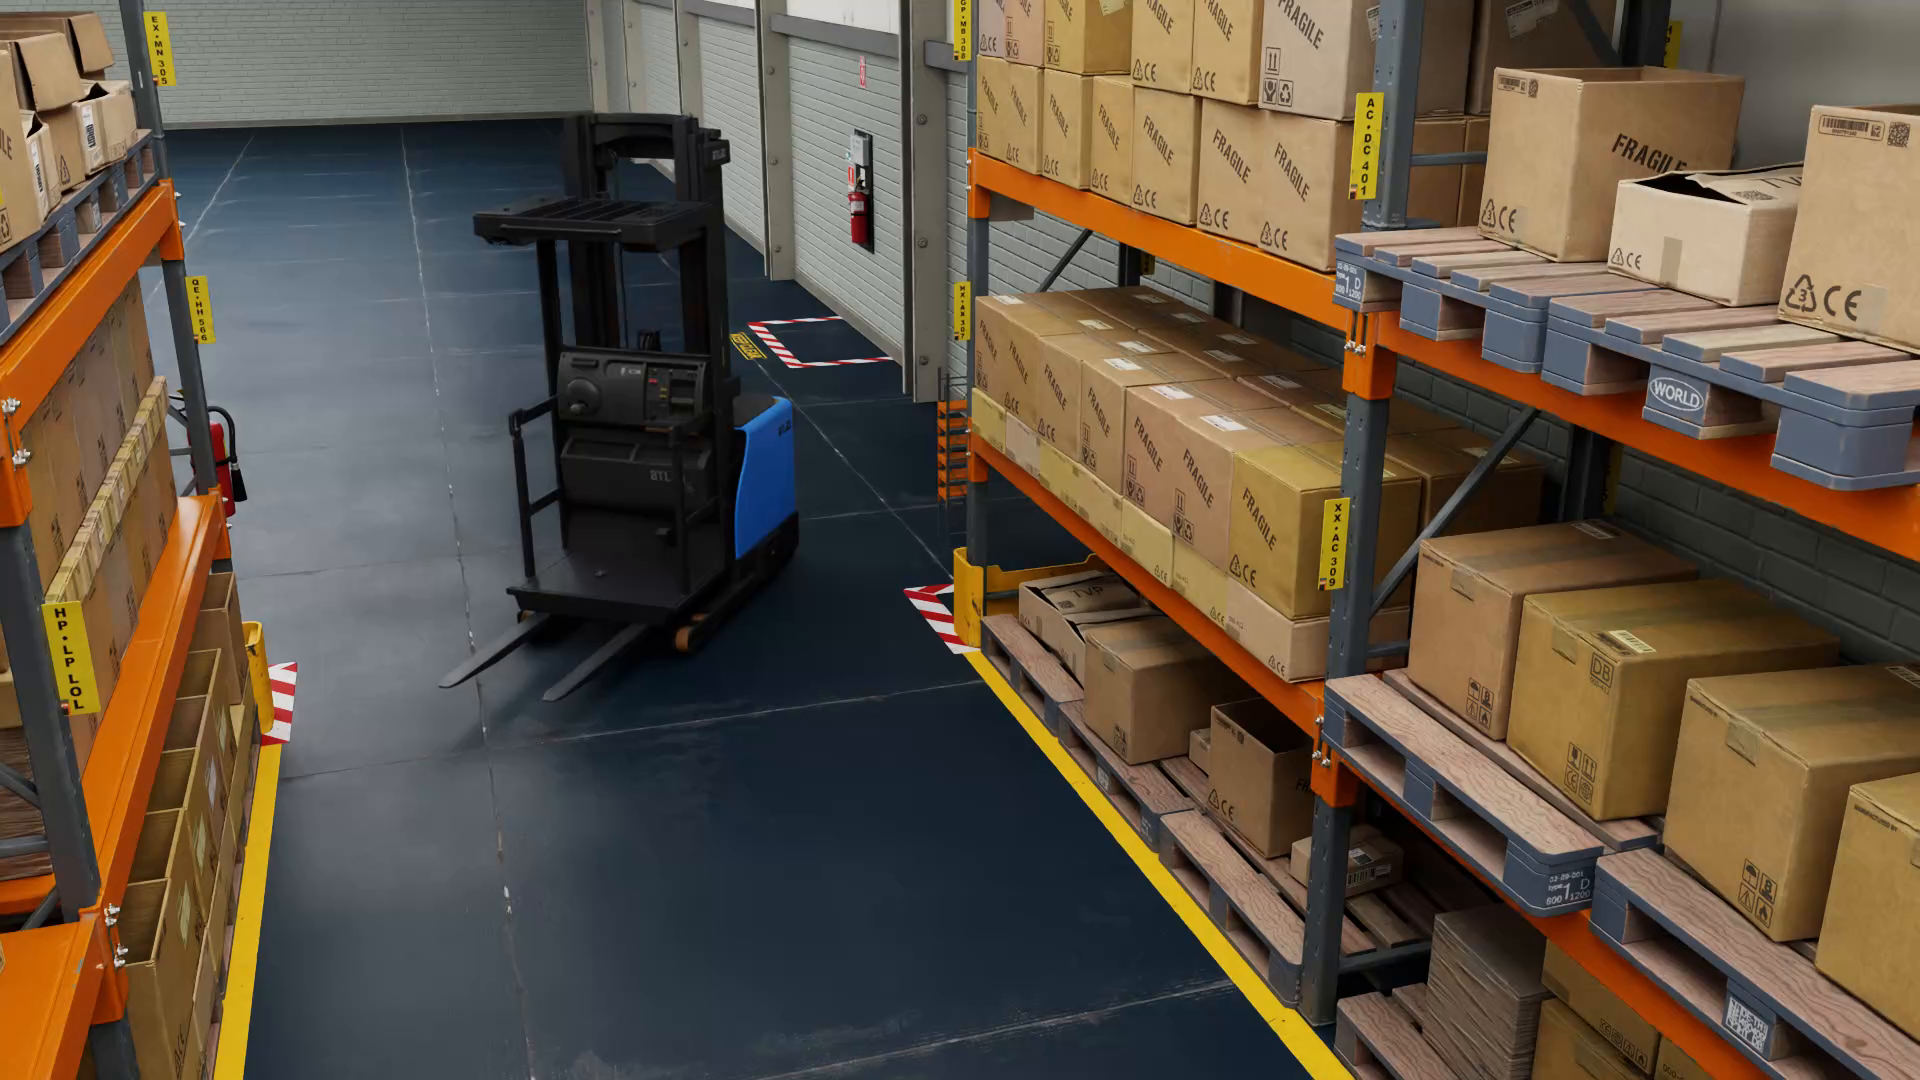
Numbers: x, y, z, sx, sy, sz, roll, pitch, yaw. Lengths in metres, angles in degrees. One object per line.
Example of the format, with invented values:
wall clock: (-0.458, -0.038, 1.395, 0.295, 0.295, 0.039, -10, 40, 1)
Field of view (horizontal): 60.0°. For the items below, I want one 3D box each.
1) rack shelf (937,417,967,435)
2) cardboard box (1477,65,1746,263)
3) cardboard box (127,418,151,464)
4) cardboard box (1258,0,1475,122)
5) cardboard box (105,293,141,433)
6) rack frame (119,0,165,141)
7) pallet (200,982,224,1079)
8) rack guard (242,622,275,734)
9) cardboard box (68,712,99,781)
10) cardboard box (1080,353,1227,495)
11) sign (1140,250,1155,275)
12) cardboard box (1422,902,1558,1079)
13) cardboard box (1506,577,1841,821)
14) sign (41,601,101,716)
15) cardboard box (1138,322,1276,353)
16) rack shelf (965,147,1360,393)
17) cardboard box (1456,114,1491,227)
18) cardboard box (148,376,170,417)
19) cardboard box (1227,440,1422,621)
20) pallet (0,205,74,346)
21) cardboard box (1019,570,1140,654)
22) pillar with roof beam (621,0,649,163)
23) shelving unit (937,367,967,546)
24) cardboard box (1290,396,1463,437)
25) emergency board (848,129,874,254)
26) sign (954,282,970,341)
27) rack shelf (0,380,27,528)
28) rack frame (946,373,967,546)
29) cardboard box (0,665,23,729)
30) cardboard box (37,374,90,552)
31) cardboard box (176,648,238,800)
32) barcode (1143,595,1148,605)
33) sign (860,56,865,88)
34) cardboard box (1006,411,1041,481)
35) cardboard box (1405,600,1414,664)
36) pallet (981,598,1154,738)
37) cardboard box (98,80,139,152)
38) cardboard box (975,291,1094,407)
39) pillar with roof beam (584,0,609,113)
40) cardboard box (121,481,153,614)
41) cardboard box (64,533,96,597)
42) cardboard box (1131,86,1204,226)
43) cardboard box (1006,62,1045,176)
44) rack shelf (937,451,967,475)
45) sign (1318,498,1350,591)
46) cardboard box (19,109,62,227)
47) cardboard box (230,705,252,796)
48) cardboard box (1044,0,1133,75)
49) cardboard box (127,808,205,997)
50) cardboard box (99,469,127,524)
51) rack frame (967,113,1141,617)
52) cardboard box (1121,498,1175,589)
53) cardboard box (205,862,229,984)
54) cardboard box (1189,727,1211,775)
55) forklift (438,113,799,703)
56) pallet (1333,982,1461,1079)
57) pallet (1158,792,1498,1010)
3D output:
rack shelf: (-0.005, -0.753, 11.160, 0.258, 0.103, 0.180, -6, 21, -17)
cardboard box: (1.884, -1.110, 4.863, 0.500, 0.500, 0.500, -3, 20, -9)
cardboard box: (-3.629, -0.397, 6.976, 0.380, 0.149, 0.250, -6, 21, -16)
cardboard box: (1.373, -1.708, 5.641, 0.500, 0.500, 0.500, -8, 21, -22)
cardboard box: (-3.849, -0.715, 6.902, 0.700, 0.500, 0.500, -7, 21, -19)
rack frame: (-4.171, -3.217, 7.061, 1.000, 3.000, 0.127, -6, 21, -17)
pallet: (-3.124, 1.943, 5.696, 1.003, 0.211, 1.213, -6, 21, -17)
rack guard: (-4.178, 0.775, 8.519, 1.175, 0.500, 0.348, -6, 21, -17)
cardboard box: (-3.231, 0.533, 5.348, 0.700, 0.500, 0.500, -7, 21, -18)
cardboard box: (0.871, -0.537, 7.558, 0.500, 0.500, 0.500, -6, 21, -16)
sign: (1.064, -1.667, 9.441, 0.100, 0.325, 0.005, -6, 21, -17)
cardboard box: (2.035, 1.566, 5.665, 0.700, 0.500, 0.500, -6, 21, -15)
cardboard box: (2.085, 0.455, 4.912, 0.700, 0.500, 0.500, -4, 20, -12)
sign: (-2.401, 0.322, 4.488, 0.100, 0.325, 0.005, -6, 21, -17)
cardboard box: (1.196, -0.756, 8.167, 0.500, 0.500, 0.500, -7, 21, -19)
rack shelf: (1.160, -1.352, 7.371, 1.077, 0.370, 4.000, -6, 21, -17)
cardboard box: (1.873, -1.290, 5.955, 0.500, 0.500, 0.500, -6, 21, -15)
cardboard box: (-3.870, -0.644, 7.663, 0.380, 0.149, 0.250, -7, 21, -18)
cardboard box: (1.346, -0.048, 6.196, 0.500, 0.500, 0.500, -6, 21, -17)
pallet: (-3.206, -0.751, 4.764, 1.003, 0.211, 1.213, -6, 21, -17)
cardboard box: (0.663, 0.369, 9.279, 0.500, 0.311, 0.500, -9, 22, -23)
pillar with roof beam: (-10.058, -10.856, 28.329, 9.100, 9.000, 0.400, -6, 21, -17)
shelving unit: (-0.005, -0.569, 11.227, 0.258, 1.200, 0.189, -6, 21, -17)
cardboard box: (1.680, -0.269, 6.810, 0.500, 0.500, 0.500, -7, 21, -18)
emergency board: (-1.054, -3.511, 16.754, 0.194, 1.169, 0.643, -6, 21, -17)
sign: (0.016, -1.271, 9.237, 0.100, 0.325, 0.005, -6, 21, -17)
rack shelf: (-2.285, 0.459, 2.329, 1.077, 0.370, 4.000, -6, 21, -17)
rack frame: (0.024, -0.540, 11.145, 0.240, 1.200, 0.006, -6, 21, -17)
cardboard box: (-2.814, 0.431, 4.672, 0.380, 0.149, 0.250, -6, 21, -17)
cardboard box: (-3.376, -0.232, 5.558, 0.700, 0.500, 0.500, -6, 21, -17)
cardboard box: (-3.391, 0.810, 7.062, 0.500, 0.500, 0.500, -6, 21, -17)
barcode: (1.048, 0.328, 9.380, 0.001, 0.075, 0.075, -6, 21, -17)
sign: (-0.962, -4.615, 16.399, 0.001, 0.298, 0.199, -6, 21, -17)
cardboard box: (0.560, -0.505, 8.576, 0.500, 0.250, 0.500, -7, 21, -19)
cardboard box: (1.844, 0.250, 6.475, 0.500, 0.250, 0.500, -6, 21, -17)
pallet: (0.777, 0.680, 9.211, 1.003, 0.211, 1.213, -6, 21, -17)
cardboard box: (-3.558, -1.657, 6.548, 0.500, 0.250, 0.500, -6, 21, -17)
cardboard box: (0.396, -1.028, 8.923, 0.500, 0.500, 0.500, -6, 21, -17)
pillar with roof beam: (-11.944, -12.782, 33.690, 9.100, 9.000, 0.400, -6, 21, -17)
cardboard box: (-3.716, 0.038, 6.724, 0.700, 0.500, 0.500, -6, 21, -17)
cardboard box: (-3.136, 0.103, 5.584, 0.380, 0.149, 0.250, -7, 21, -19)
cardboard box: (1.038, -1.579, 6.760, 0.500, 0.500, 0.500, -7, 21, -19)
cardboard box: (0.534, -2.079, 8.153, 0.500, 0.500, 0.500, -5, 20, -14)
rack shelf: (-0.005, -0.528, 11.242, 0.258, 0.103, 0.180, -6, 21, -17)
sign: (1.275, 0.015, 5.656, 0.100, 0.325, 0.005, -6, 21, -17)
cardboard box: (-2.991, -1.106, 4.925, 0.500, 0.311, 0.500, -8, 21, -20)
cardboard box: (-3.553, 1.003, 7.634, 0.500, 0.250, 0.500, -6, 21, -17)
cardboard box: (0.703, -2.381, 7.514, 0.500, 0.500, 0.500, -6, 21, -16)
cardboard box: (-2.926, 1.292, 5.720, 0.500, 0.500, 0.500, -6, 21, -17)
cardboard box: (-3.380, -0.146, 6.278, 0.380, 0.149, 0.250, -7, 21, -18)
rack frame: (0.531, -0.921, 9.544, 1.000, 3.000, 0.127, -6, 21, -17)
cardboard box: (1.030, -0.017, 7.218, 0.500, 0.250, 0.500, -7, 21, -18)
cardboard box: (-3.076, 1.483, 6.296, 0.500, 0.250, 0.500, -6, 21, -17)
cardboard box: (1.304, 0.982, 7.812, 0.380, 0.149, 0.250, -8, 21, -22)
forklift: (-1.974, -0.869, 9.501, 1.130, 2.935, 3.031, 6, 20, 15)
pallet: (2.034, 1.925, 5.746, 1.003, 0.211, 1.213, -6, 21, -17)
pallet: (1.543, 1.463, 7.031, 1.003, 0.211, 1.213, -6, 21, -17)
